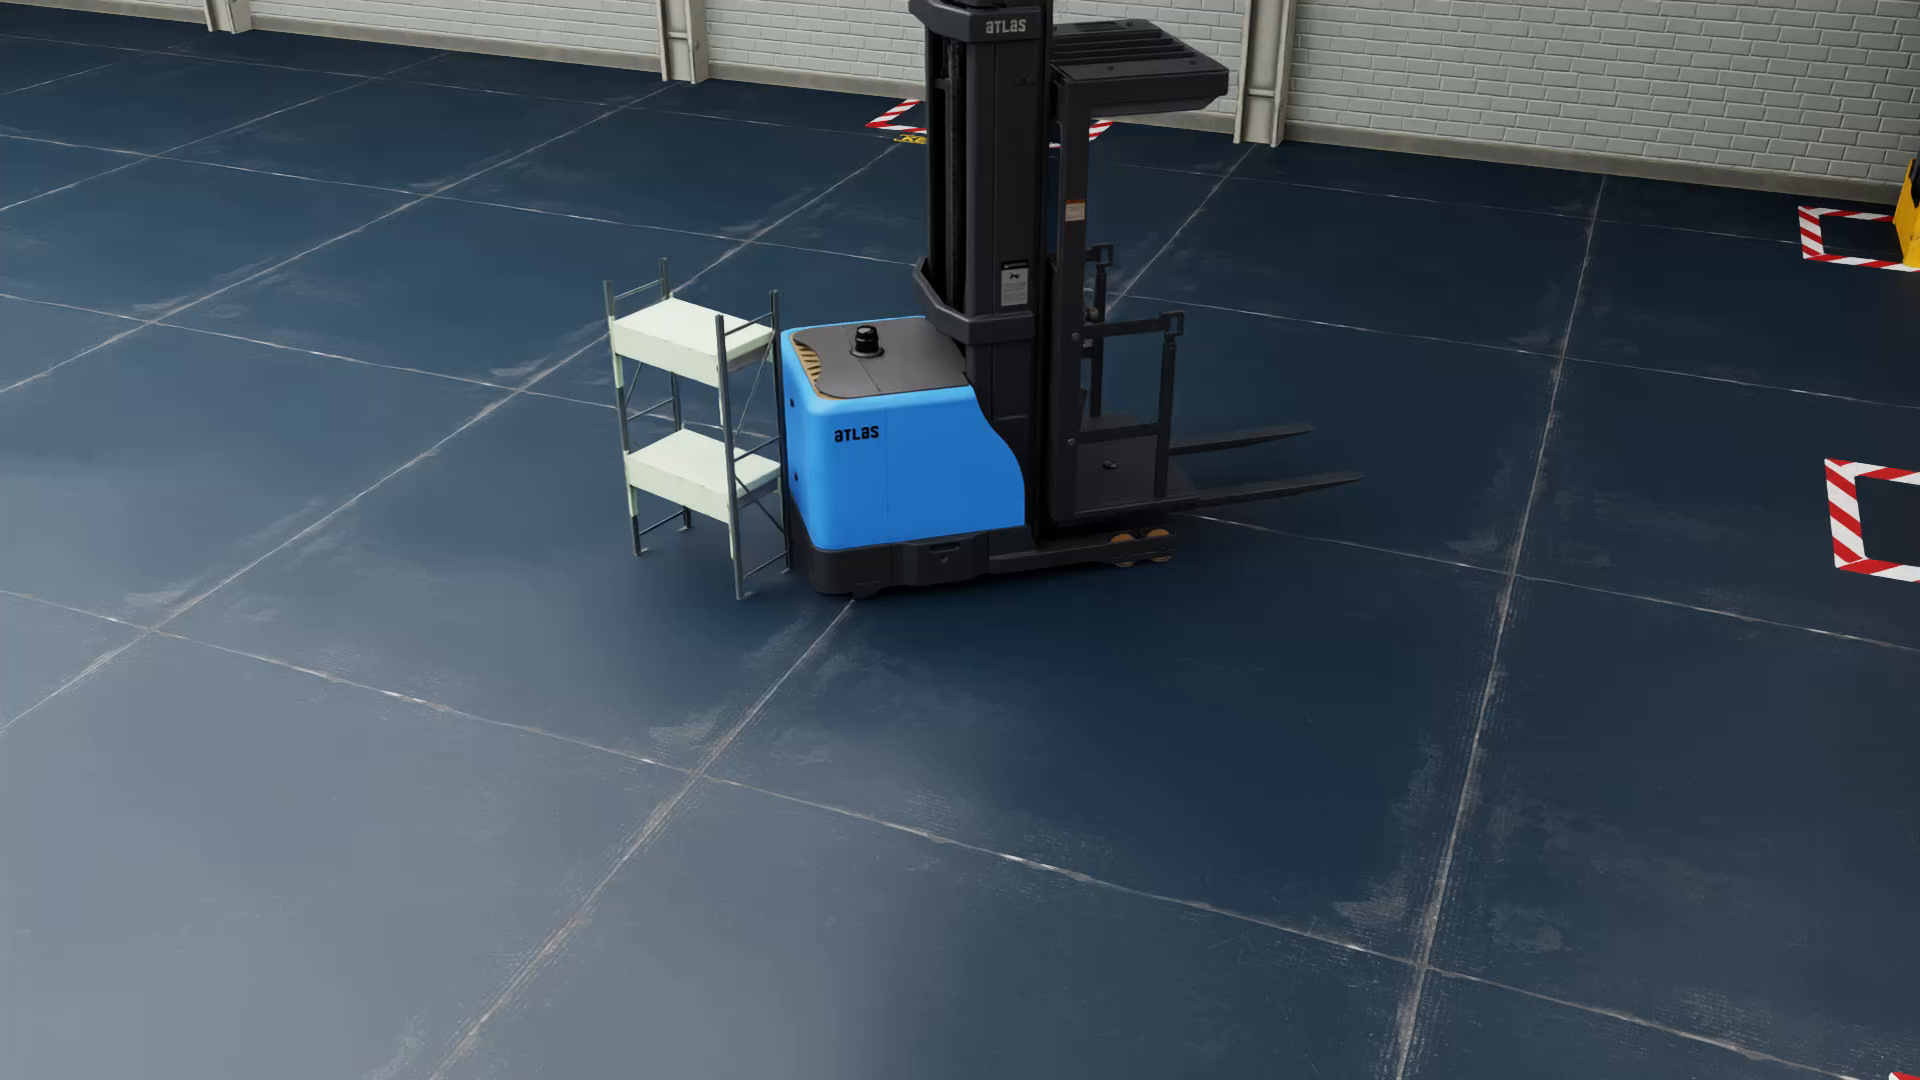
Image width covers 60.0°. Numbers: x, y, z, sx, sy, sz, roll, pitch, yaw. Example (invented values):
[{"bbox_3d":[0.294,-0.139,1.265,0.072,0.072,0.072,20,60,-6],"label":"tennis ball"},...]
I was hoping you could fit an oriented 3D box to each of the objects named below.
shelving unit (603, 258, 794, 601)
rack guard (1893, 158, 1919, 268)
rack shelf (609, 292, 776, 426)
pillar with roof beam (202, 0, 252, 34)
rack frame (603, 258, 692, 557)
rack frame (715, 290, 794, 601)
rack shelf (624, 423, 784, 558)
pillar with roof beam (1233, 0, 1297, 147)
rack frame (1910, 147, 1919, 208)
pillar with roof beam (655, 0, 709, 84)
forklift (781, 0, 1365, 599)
[{"bbox_3d":[-1.269,-0.541,8.182,0.755,1.500,0.431,20,35,32],"label":"shelving unit"},{"bbox_3d":[7.388,-2.485,12.638,0.348,0.500,1.175,11,31,19],"label":"rack guard"},{"bbox_3d":[-1.269,-0.880,7.990,0.720,0.370,0.431,20,35,32],"label":"rack shelf"},{"bbox_3d":[-10.006,-7.831,13.459,0.400,9.000,9.100,11,31,19],"label":"pillar with roof beam"},{"bbox_3d":[-1.561,-0.649,8.374,0.023,1.500,0.400,20,35,32],"label":"rack frame"},{"bbox_3d":[-0.976,-0.432,7.991,0.023,1.500,0.400,20,35,32],"label":"rack frame"},{"bbox_3d":[-1.269,-0.257,8.343,0.720,0.370,0.431,20,35,32],"label":"rack shelf"},{"bbox_3d":[1.114,-5.611,9.531,0.400,9.000,9.100,11,31,19],"label":"pillar with roof beam"},{"bbox_3d":[7.318,-3.587,12.048,0.127,3.000,1.000,11,31,19],"label":"rack frame"},{"bbox_3d":[-4.446,-6.721,11.495,0.400,9.000,9.100,11,31,19],"label":"pillar with roof beam"},{"bbox_3d":[0.622,-1.380,8.213,3.031,2.935,1.130,-8,30,-13],"label":"forklift"}]
